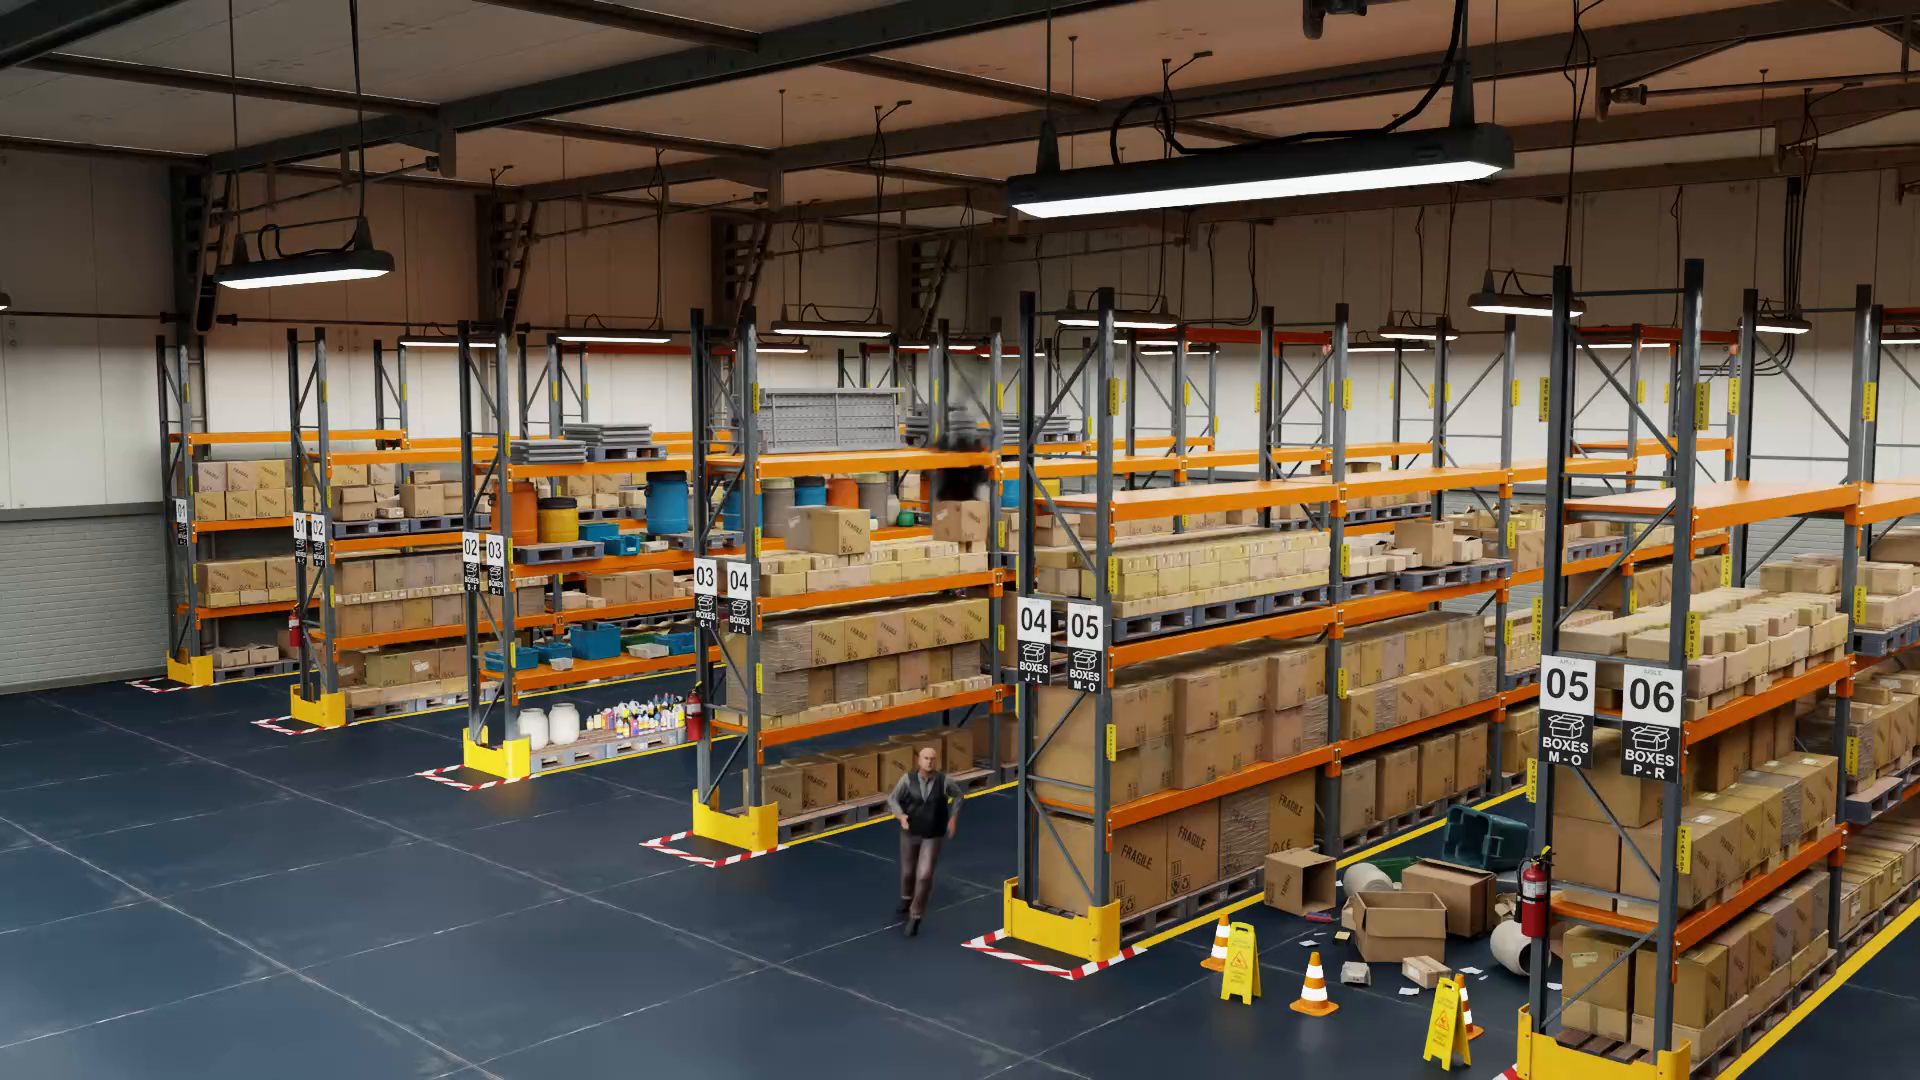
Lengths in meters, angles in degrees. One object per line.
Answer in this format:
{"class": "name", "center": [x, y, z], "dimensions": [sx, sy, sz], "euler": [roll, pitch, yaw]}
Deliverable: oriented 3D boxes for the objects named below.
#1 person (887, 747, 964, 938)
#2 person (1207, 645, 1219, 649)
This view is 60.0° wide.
{"class": "person", "center": [-0.341, 2.836, 15.831], "dimensions": [0.705, 1.748, 0.784], "euler": [1, 5, 8]}
{"class": "person", "center": [3.308, 2.191, 22.344], "dimensions": [0.646, 1.744, 0.597], "euler": [4, 7, 38]}
